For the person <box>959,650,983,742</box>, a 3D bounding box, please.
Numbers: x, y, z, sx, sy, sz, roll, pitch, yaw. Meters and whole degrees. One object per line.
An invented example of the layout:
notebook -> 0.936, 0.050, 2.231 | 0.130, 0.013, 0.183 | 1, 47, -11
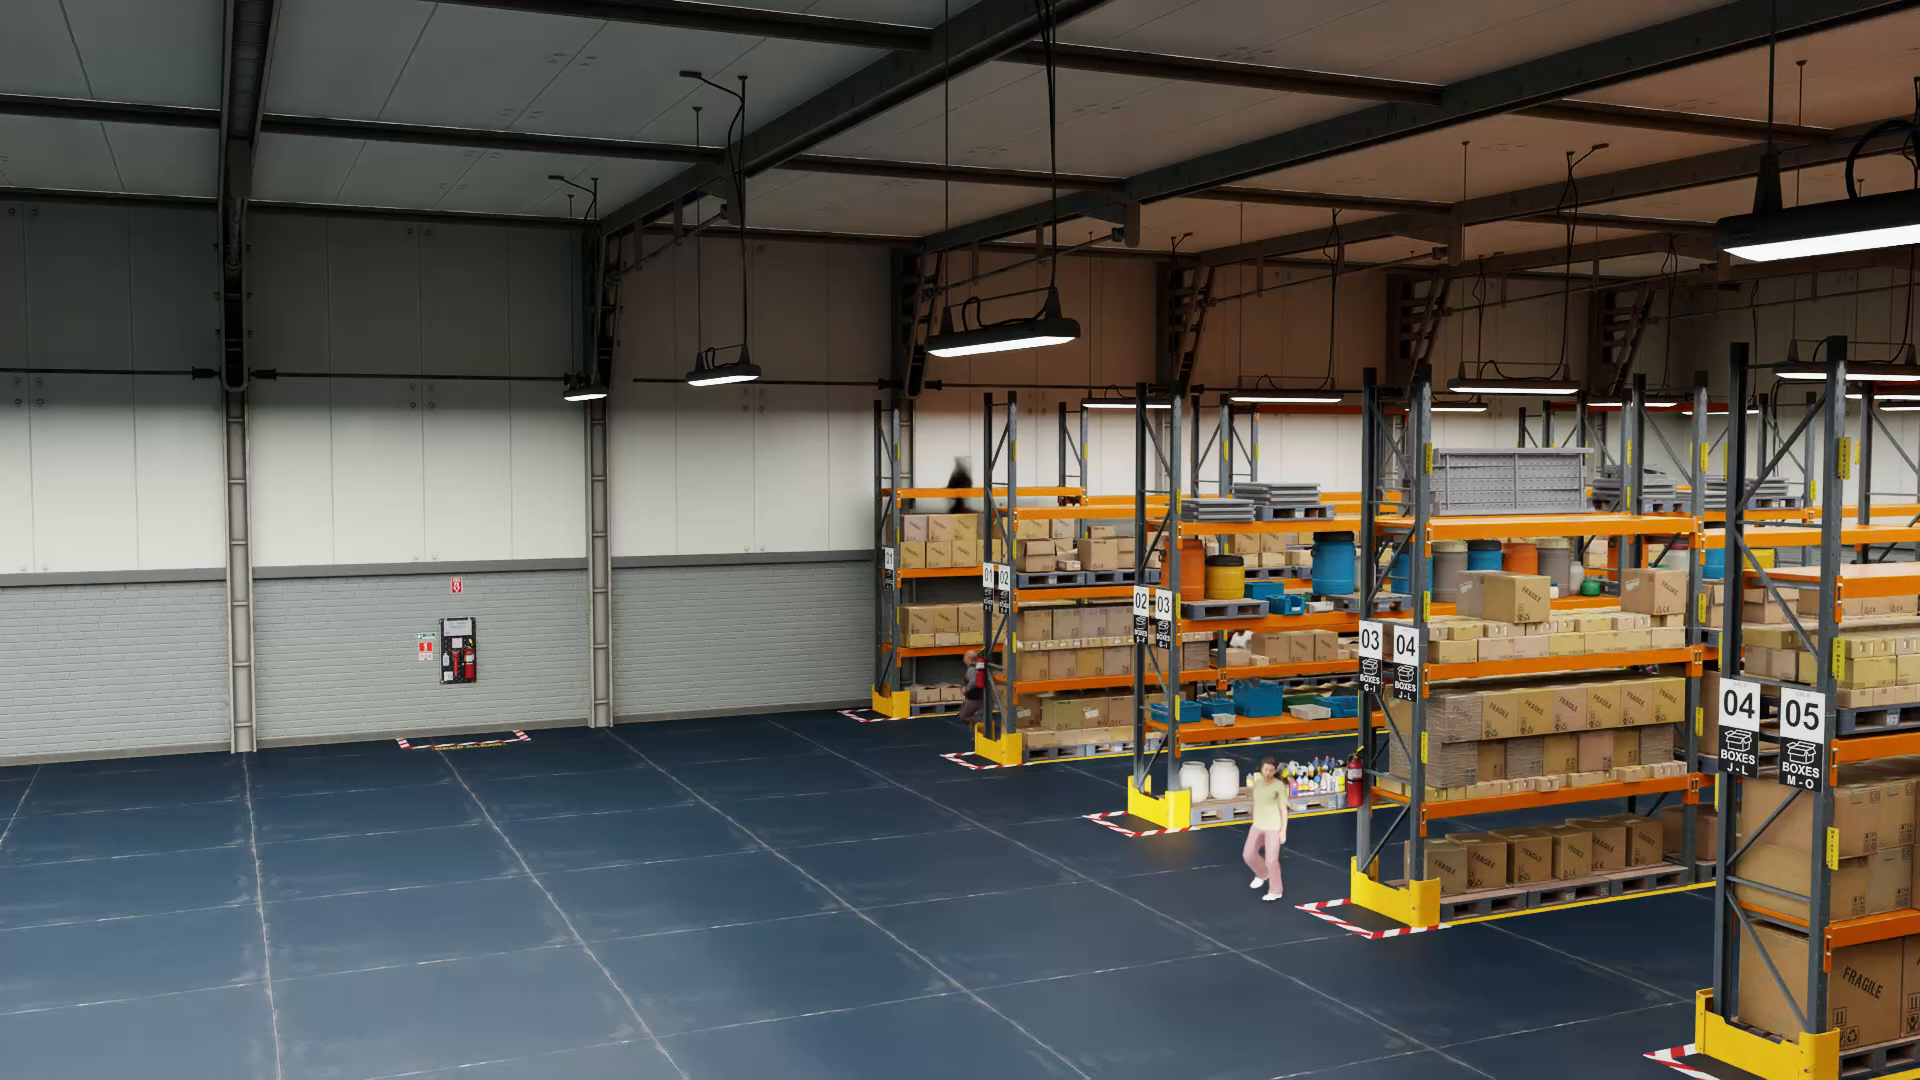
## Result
person -> 0.255, 2.707, 28.611 | 0.529, 1.631, 0.720 | 0, 3, 3

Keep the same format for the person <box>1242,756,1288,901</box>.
person -> 3.500, 3.240, 18.844 | 0.563, 1.646, 0.507 | 3, 4, 42

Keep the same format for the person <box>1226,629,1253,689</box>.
person -> 5.505, 2.401, 32.432 | 0.805, 1.786, 0.673 | -2, 4, -27
